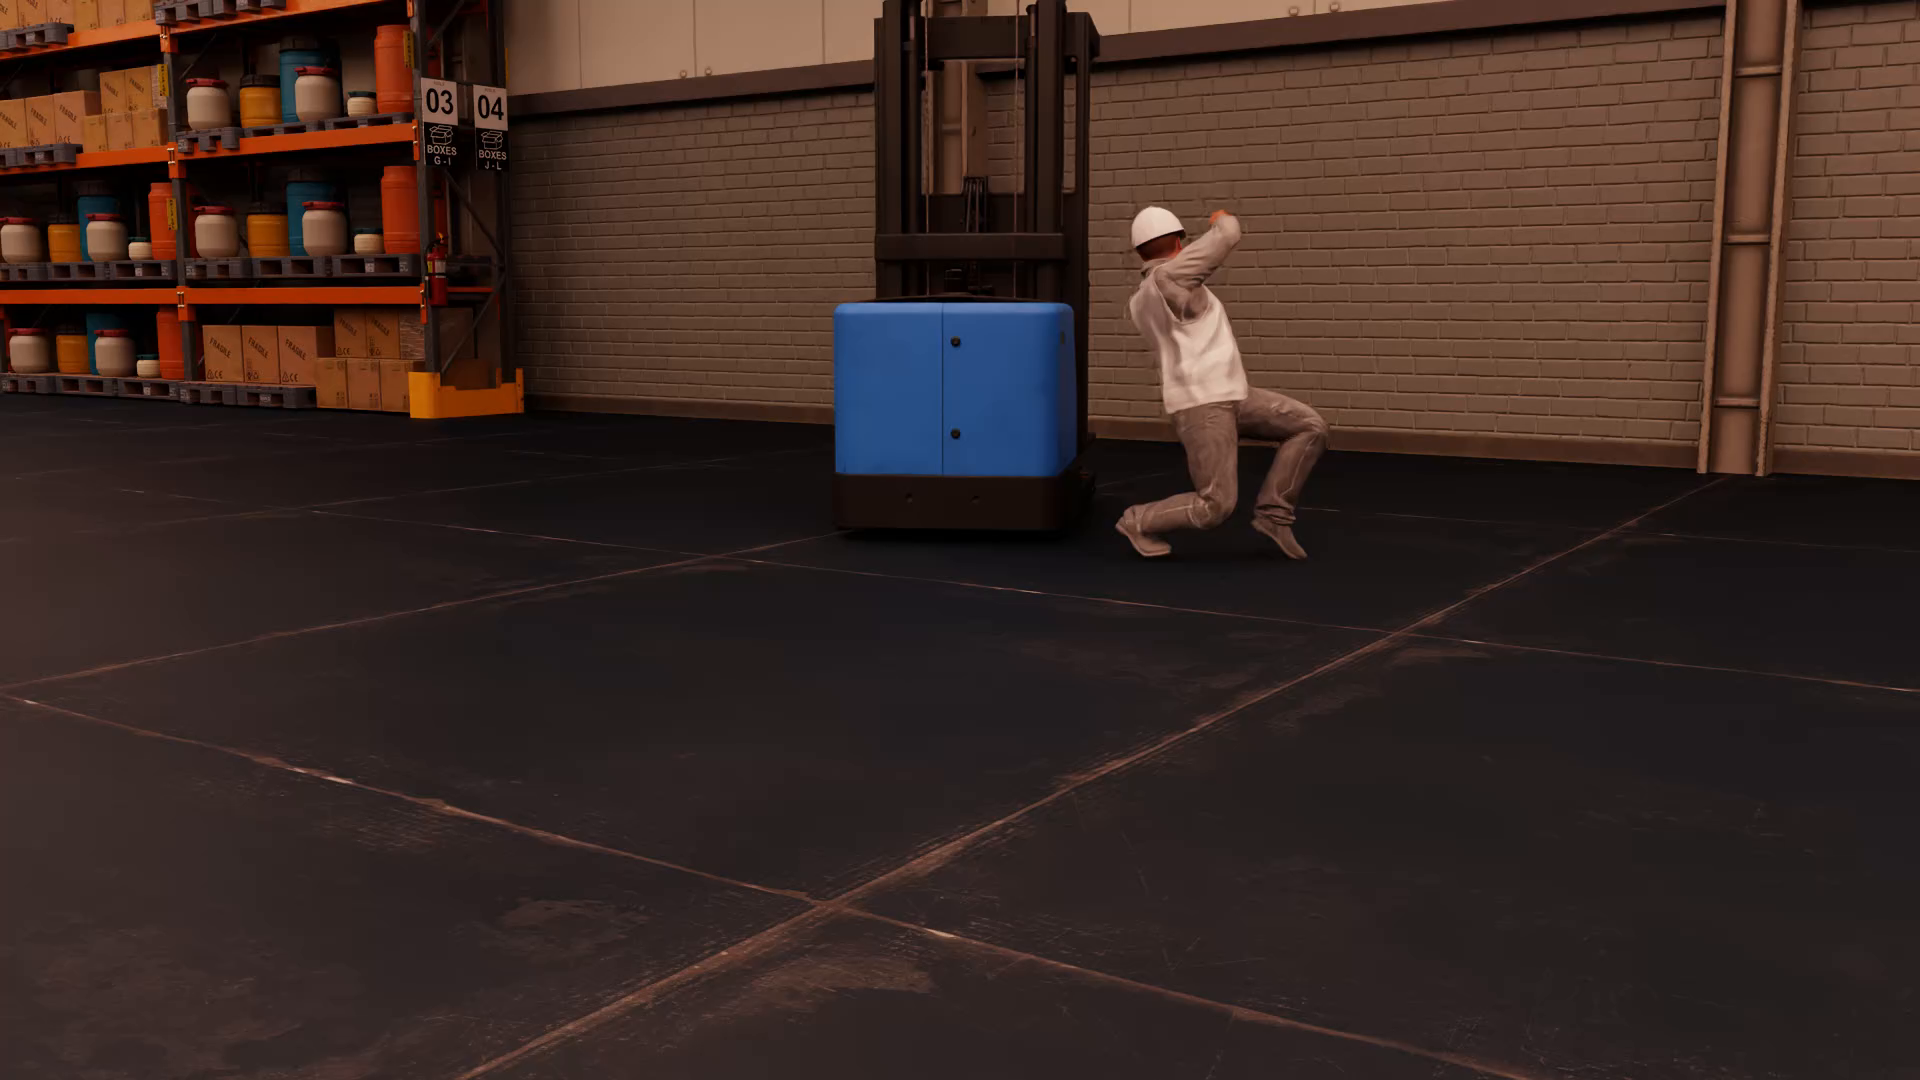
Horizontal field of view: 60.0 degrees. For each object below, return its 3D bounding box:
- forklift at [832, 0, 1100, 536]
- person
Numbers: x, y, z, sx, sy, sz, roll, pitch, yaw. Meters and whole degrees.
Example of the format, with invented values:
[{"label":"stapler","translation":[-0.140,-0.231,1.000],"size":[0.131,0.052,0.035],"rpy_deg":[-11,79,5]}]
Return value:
[{"label":"forklift","translation":[0.148,-1.639,8.719],"size":[1.130,2.935,3.031],"rpy_deg":[1,8,8]},{"label":"person","translation":[1.140,-0.670,7.162],"size":[0.896,1.486,1.043],"rpy_deg":[2,8,13]}]
